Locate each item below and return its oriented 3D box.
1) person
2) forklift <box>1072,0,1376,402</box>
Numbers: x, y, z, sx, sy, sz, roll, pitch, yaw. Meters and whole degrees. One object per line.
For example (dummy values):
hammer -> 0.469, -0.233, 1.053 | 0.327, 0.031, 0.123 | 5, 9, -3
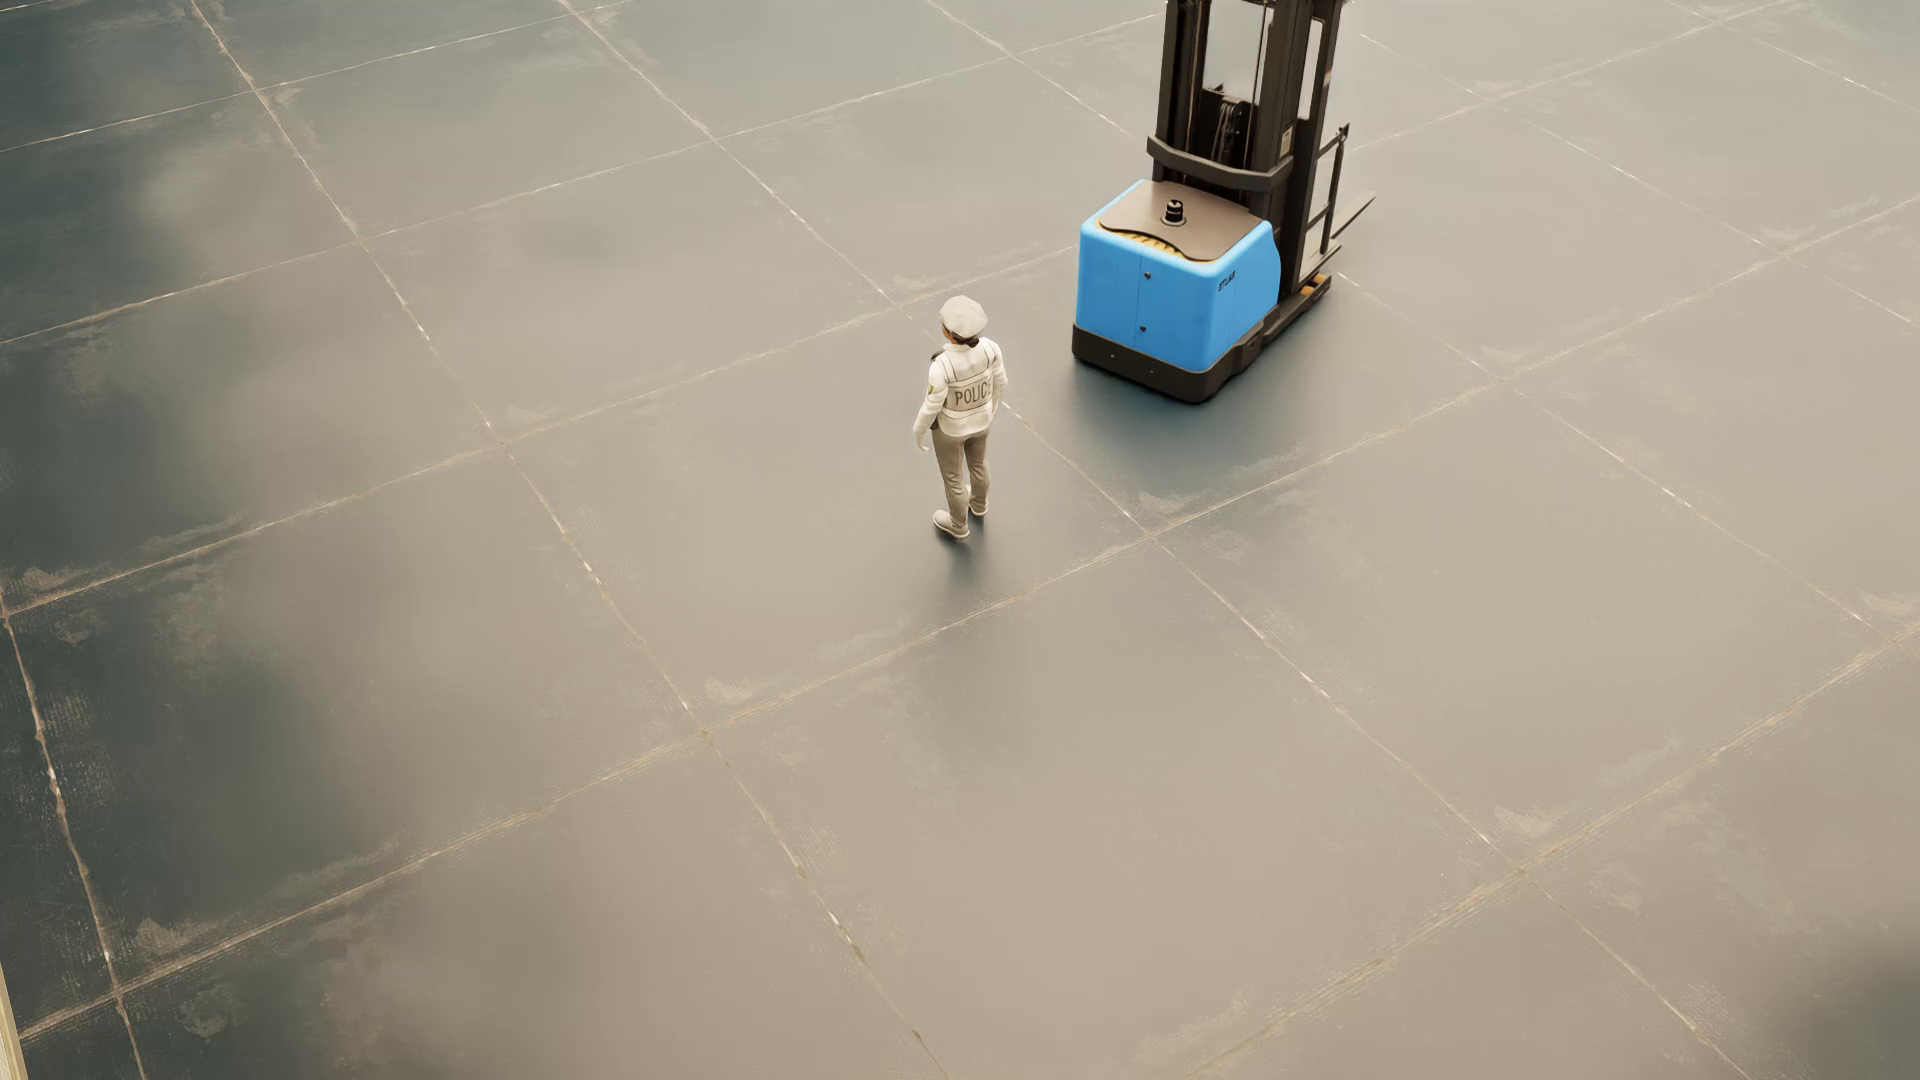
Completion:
person -> -0.031, -0.714, 9.555 | 0.587, 1.695, 0.531 | -23, 46, -24
forklift -> 2.046, -2.942, 11.237 | 1.130, 2.935, 3.031 | 26, 47, 26
